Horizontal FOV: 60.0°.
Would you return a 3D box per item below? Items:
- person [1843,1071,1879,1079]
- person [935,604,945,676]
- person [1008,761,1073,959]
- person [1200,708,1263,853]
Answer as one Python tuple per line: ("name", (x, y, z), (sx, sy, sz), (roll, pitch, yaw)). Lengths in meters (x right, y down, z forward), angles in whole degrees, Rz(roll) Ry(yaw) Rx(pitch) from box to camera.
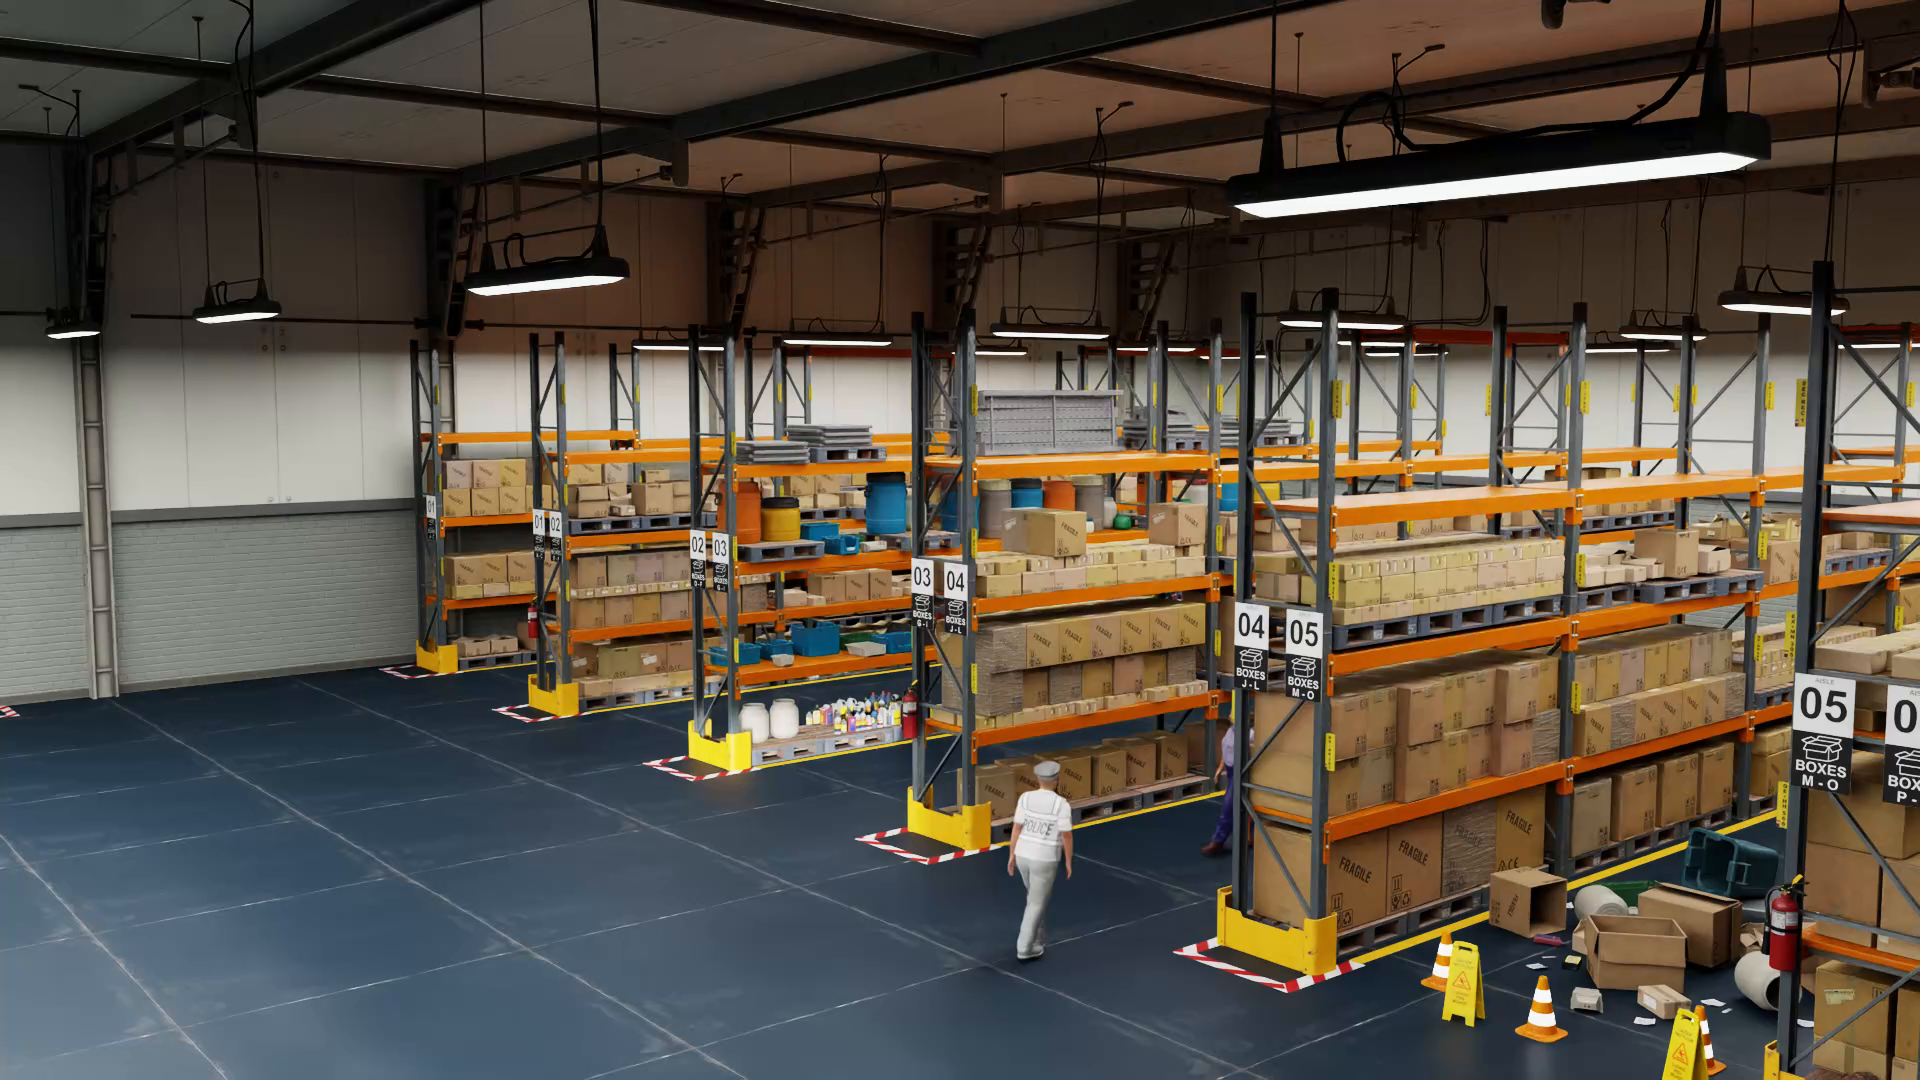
("person", (4.754, 3.564, 8.686), (0.486, 1.601, 0.465), (-3, 6, -25))
("person", (-0.133, 1.800, 27.370), (0.675, 1.692, 0.715), (-3, 6, -30))
("person", (0.730, 2.928, 15.058), (0.544, 1.826, 0.599), (5, 7, 43))
("person", (3.043, 2.634, 18.536), (0.885, 1.596, 0.531), (-1, 5, -11))
